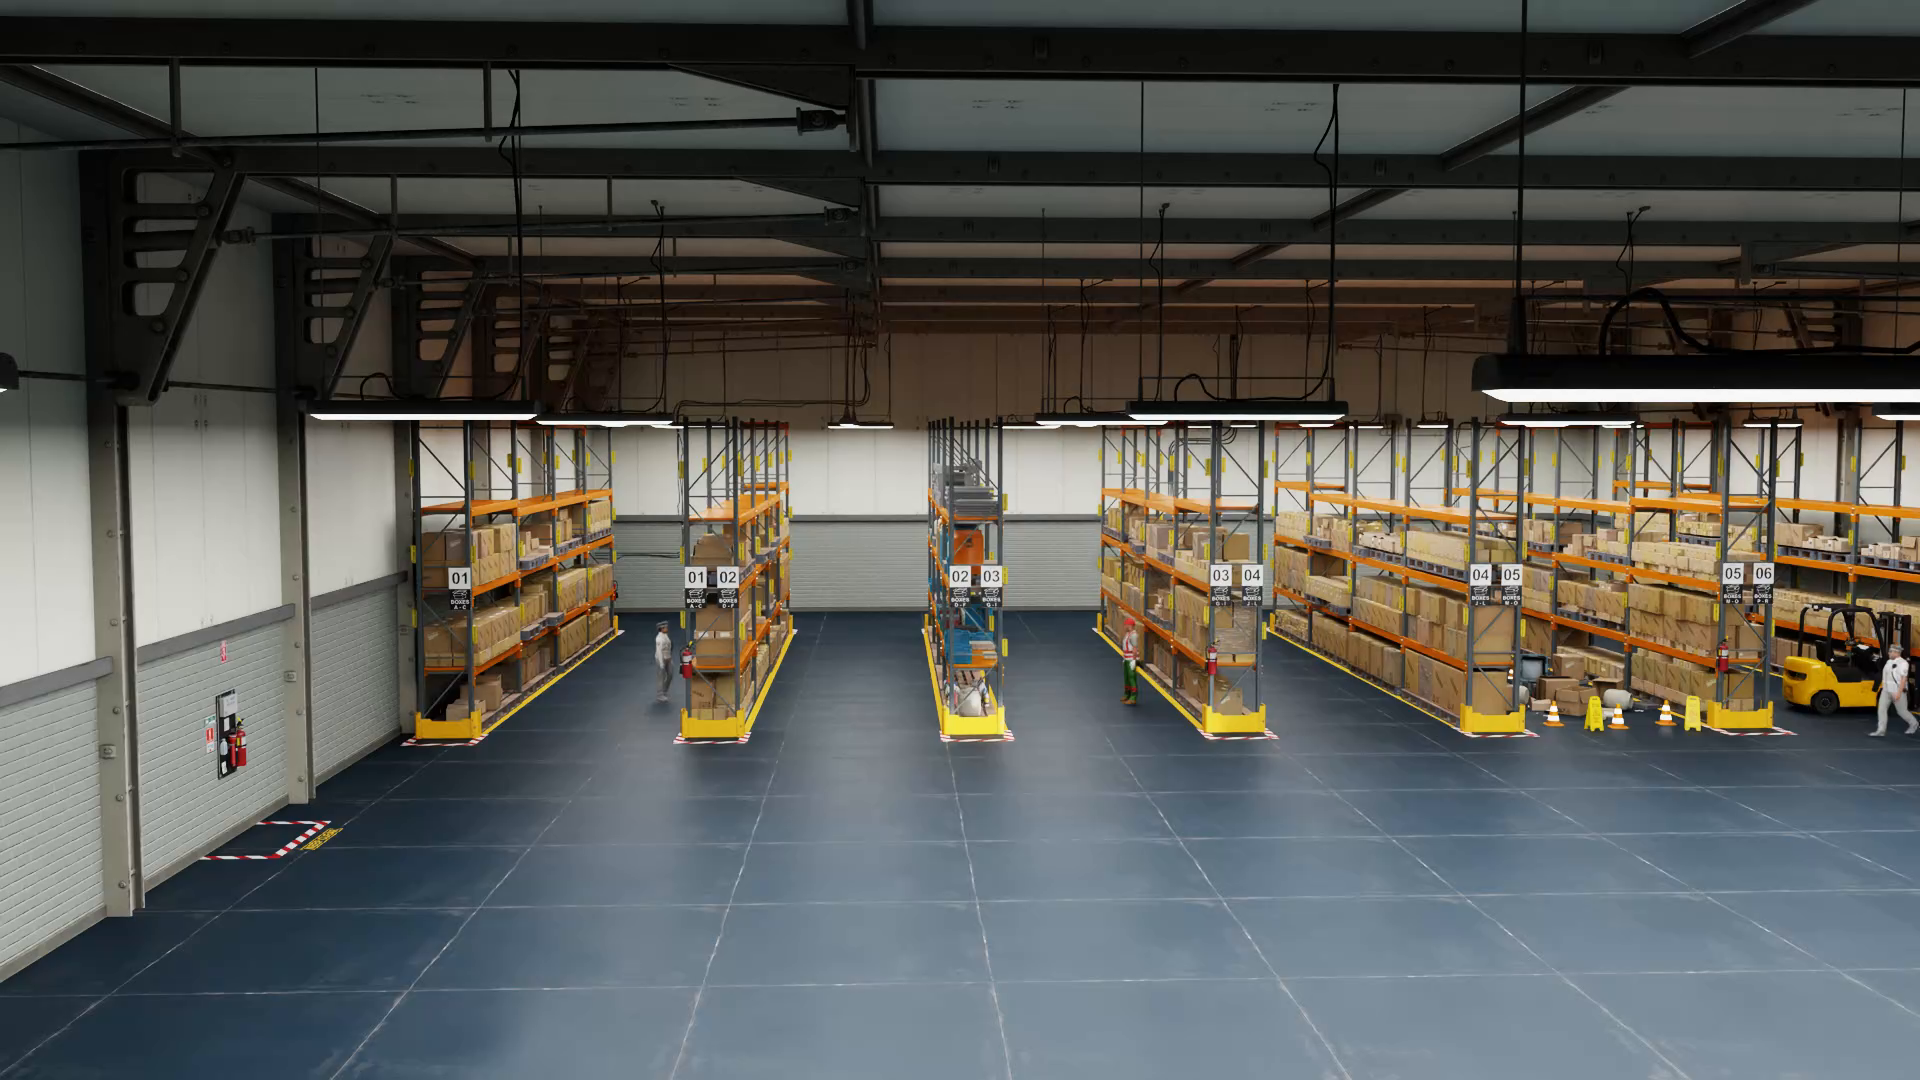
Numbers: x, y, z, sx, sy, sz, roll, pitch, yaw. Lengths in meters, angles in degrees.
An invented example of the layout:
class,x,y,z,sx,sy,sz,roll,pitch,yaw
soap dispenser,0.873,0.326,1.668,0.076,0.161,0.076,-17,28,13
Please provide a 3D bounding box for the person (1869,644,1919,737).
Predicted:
class,x,y,z,sx,sy,sz,roll,pitch,yaw
person,17.541,2.812,31.143,0.967,1.738,0.503,-2,4,-23

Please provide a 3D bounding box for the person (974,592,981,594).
class,x,y,z,sx,sy,sz,roll,pitch,yaw
person,0.558,1.700,48.395,0.668,1.742,0.633,3,5,37

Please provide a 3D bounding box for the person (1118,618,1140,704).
class,x,y,z,sx,sy,sz,roll,pitch,yaw
person,3.558,2.535,35.006,0.415,1.793,0.603,-1,4,-10

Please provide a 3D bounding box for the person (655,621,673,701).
class,x,y,z,sx,sy,sz,roll,pitch,yaw
person,-6.328,2.602,35.521,0.361,1.756,0.568,1,4,16
